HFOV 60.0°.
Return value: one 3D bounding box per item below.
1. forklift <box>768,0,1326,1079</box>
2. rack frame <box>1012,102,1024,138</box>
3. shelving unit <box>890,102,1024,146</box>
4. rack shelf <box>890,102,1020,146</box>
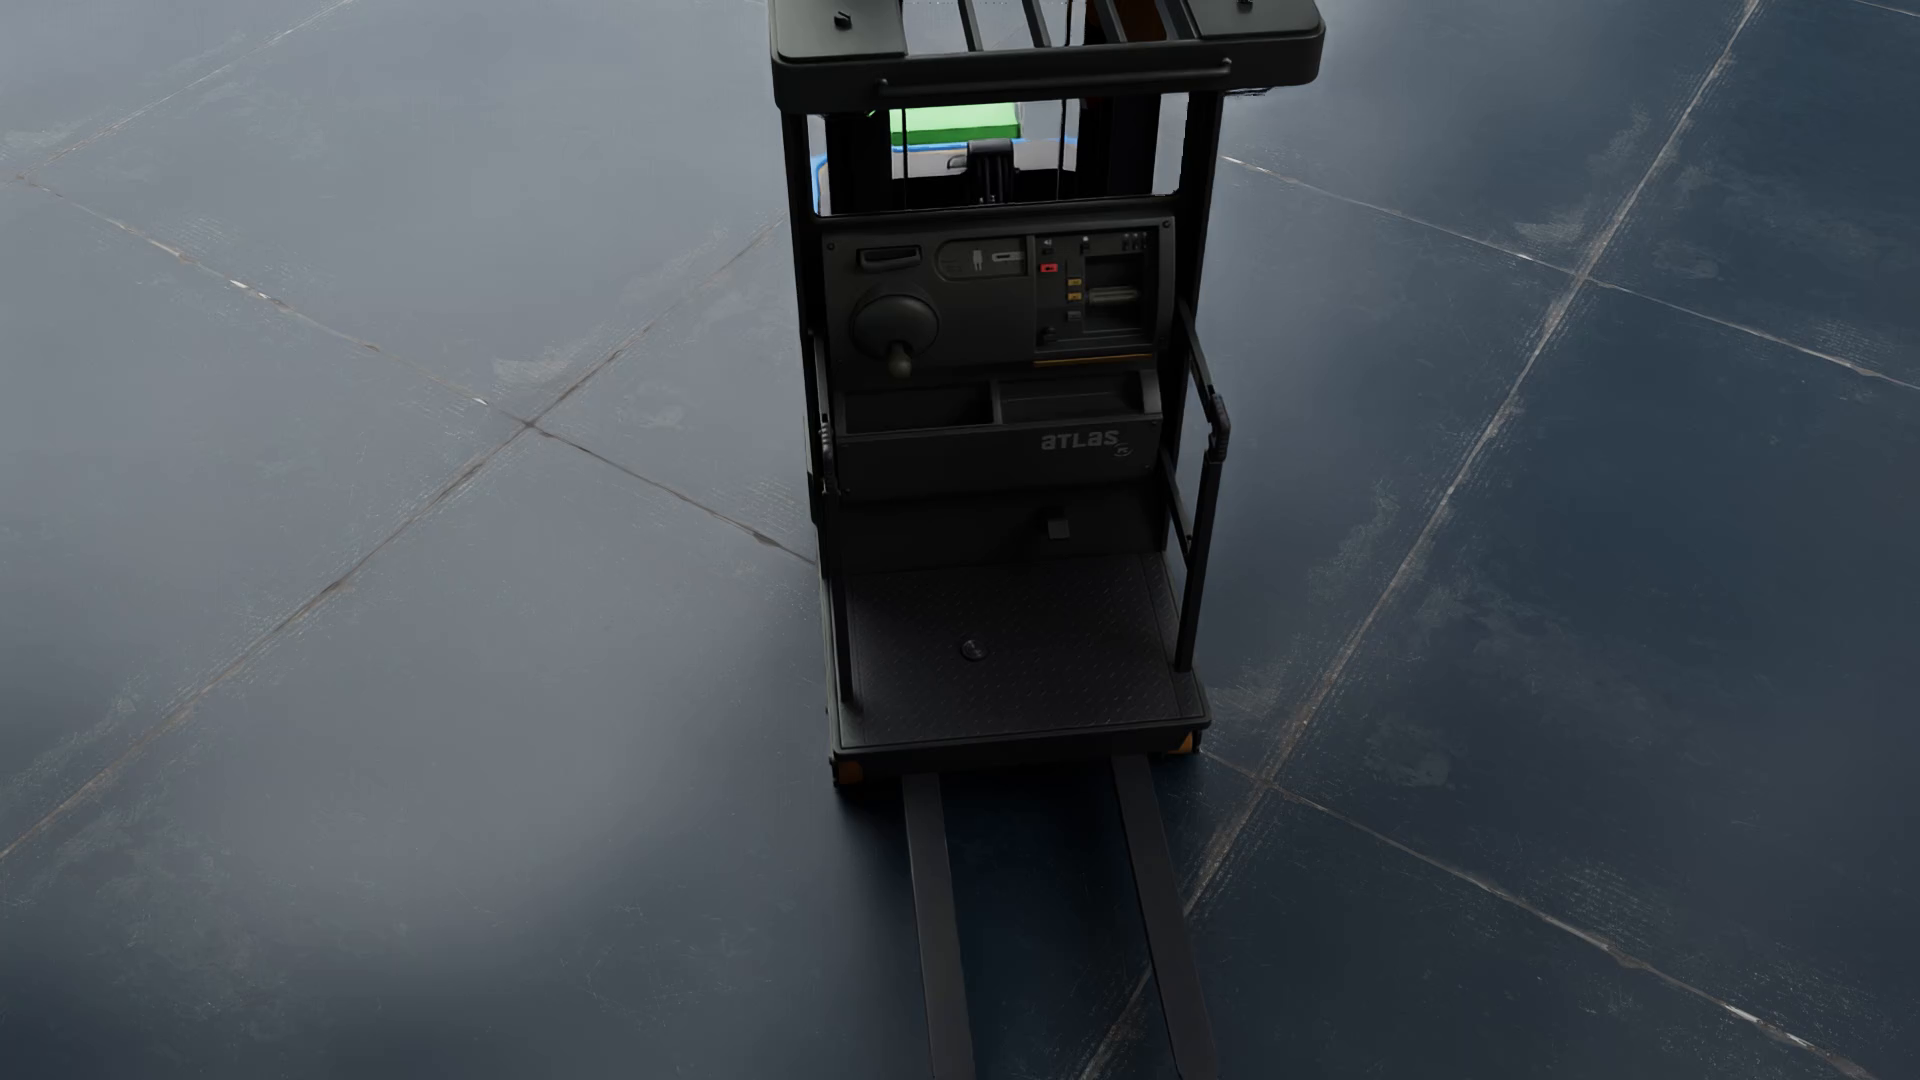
[{"bbox_3d":[0.133,-0.551,4.242,1.130,2.935,3.031,-5,46,-4],"label":"forklift"},{"bbox_3d":[0.194,-1.155,6.034,0.015,1.200,0.240,-5,46,-4],"label":"rack frame"},{"bbox_3d":[-0.048,-1.135,6.016,0.503,1.200,0.258,-5,46,-4],"label":"shelving unit"},{"bbox_3d":[-0.049,-1.427,5.719,0.480,0.148,0.258,-5,46,-4],"label":"rack shelf"}]
